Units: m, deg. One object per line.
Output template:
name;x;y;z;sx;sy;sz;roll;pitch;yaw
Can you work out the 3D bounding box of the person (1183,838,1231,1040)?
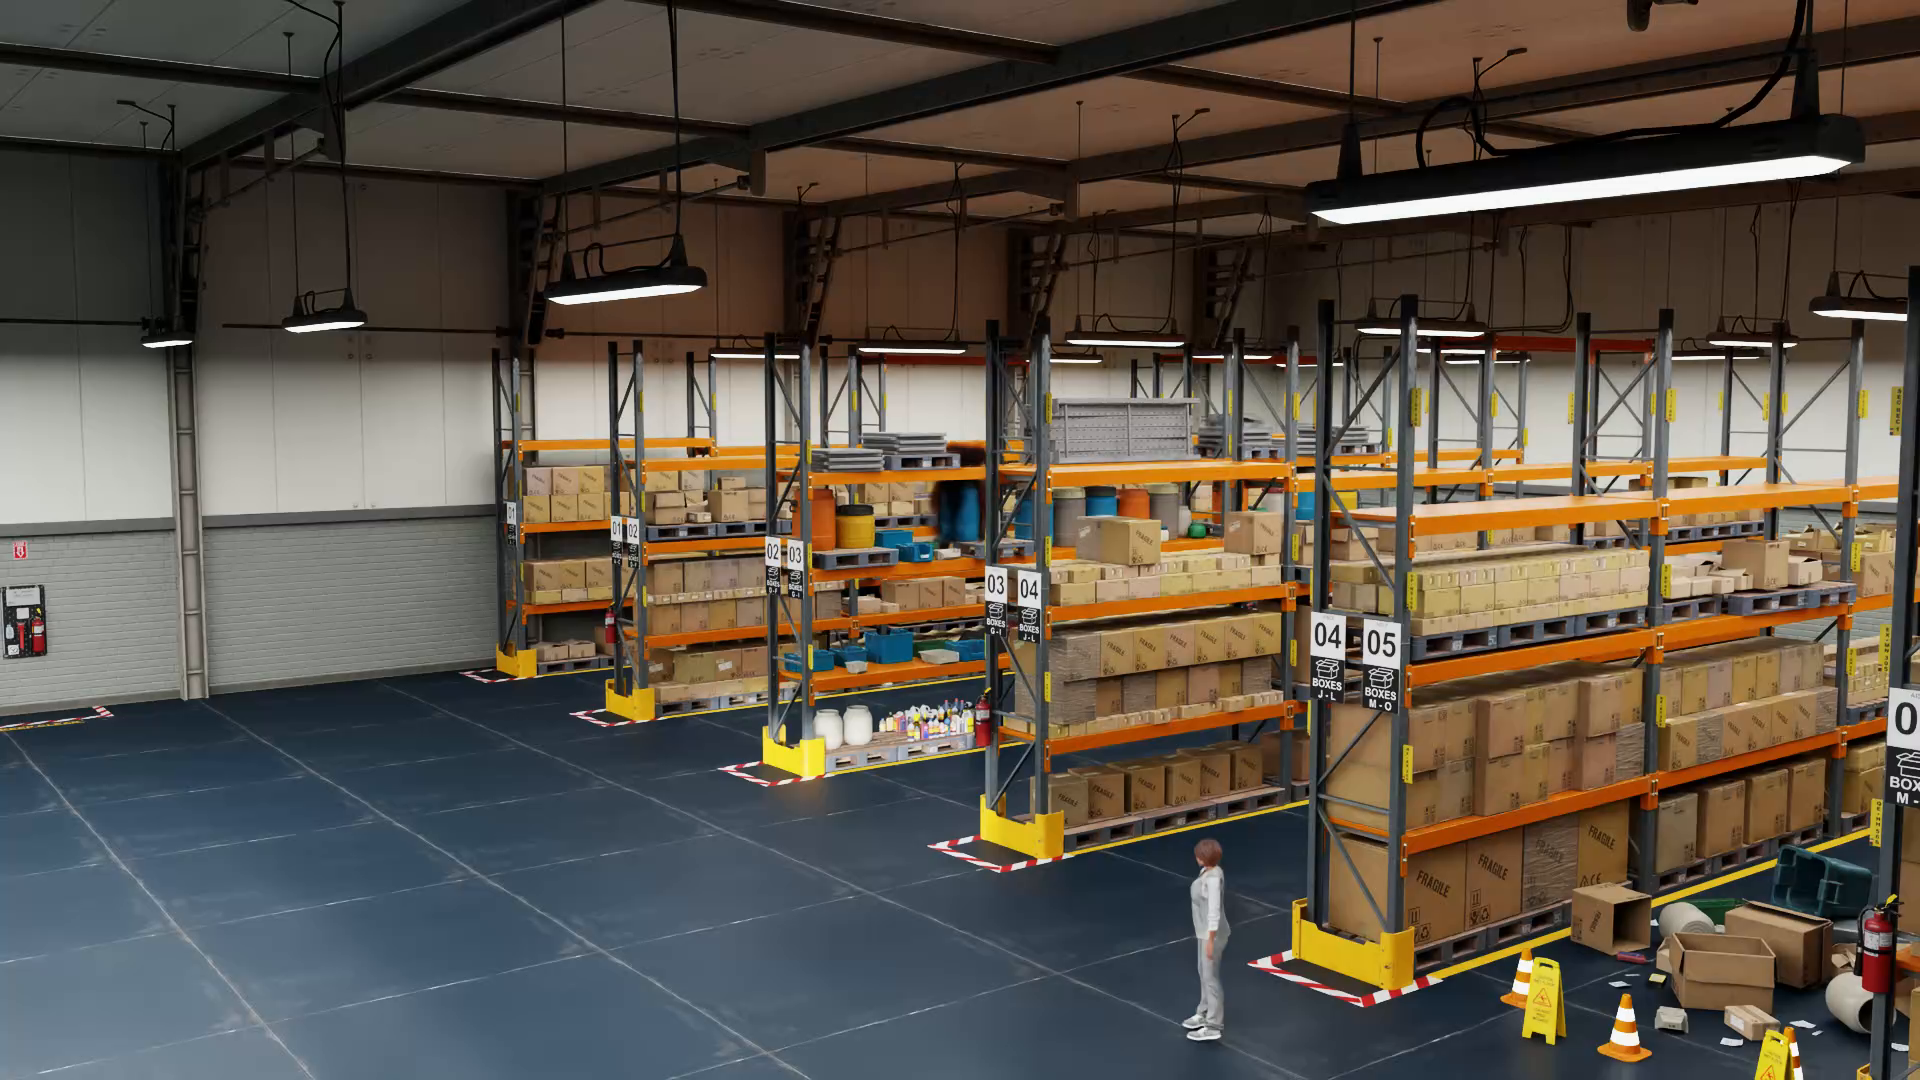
person;1.992;3.188;13.387;0.367;1.603;0.455;0;5;4
